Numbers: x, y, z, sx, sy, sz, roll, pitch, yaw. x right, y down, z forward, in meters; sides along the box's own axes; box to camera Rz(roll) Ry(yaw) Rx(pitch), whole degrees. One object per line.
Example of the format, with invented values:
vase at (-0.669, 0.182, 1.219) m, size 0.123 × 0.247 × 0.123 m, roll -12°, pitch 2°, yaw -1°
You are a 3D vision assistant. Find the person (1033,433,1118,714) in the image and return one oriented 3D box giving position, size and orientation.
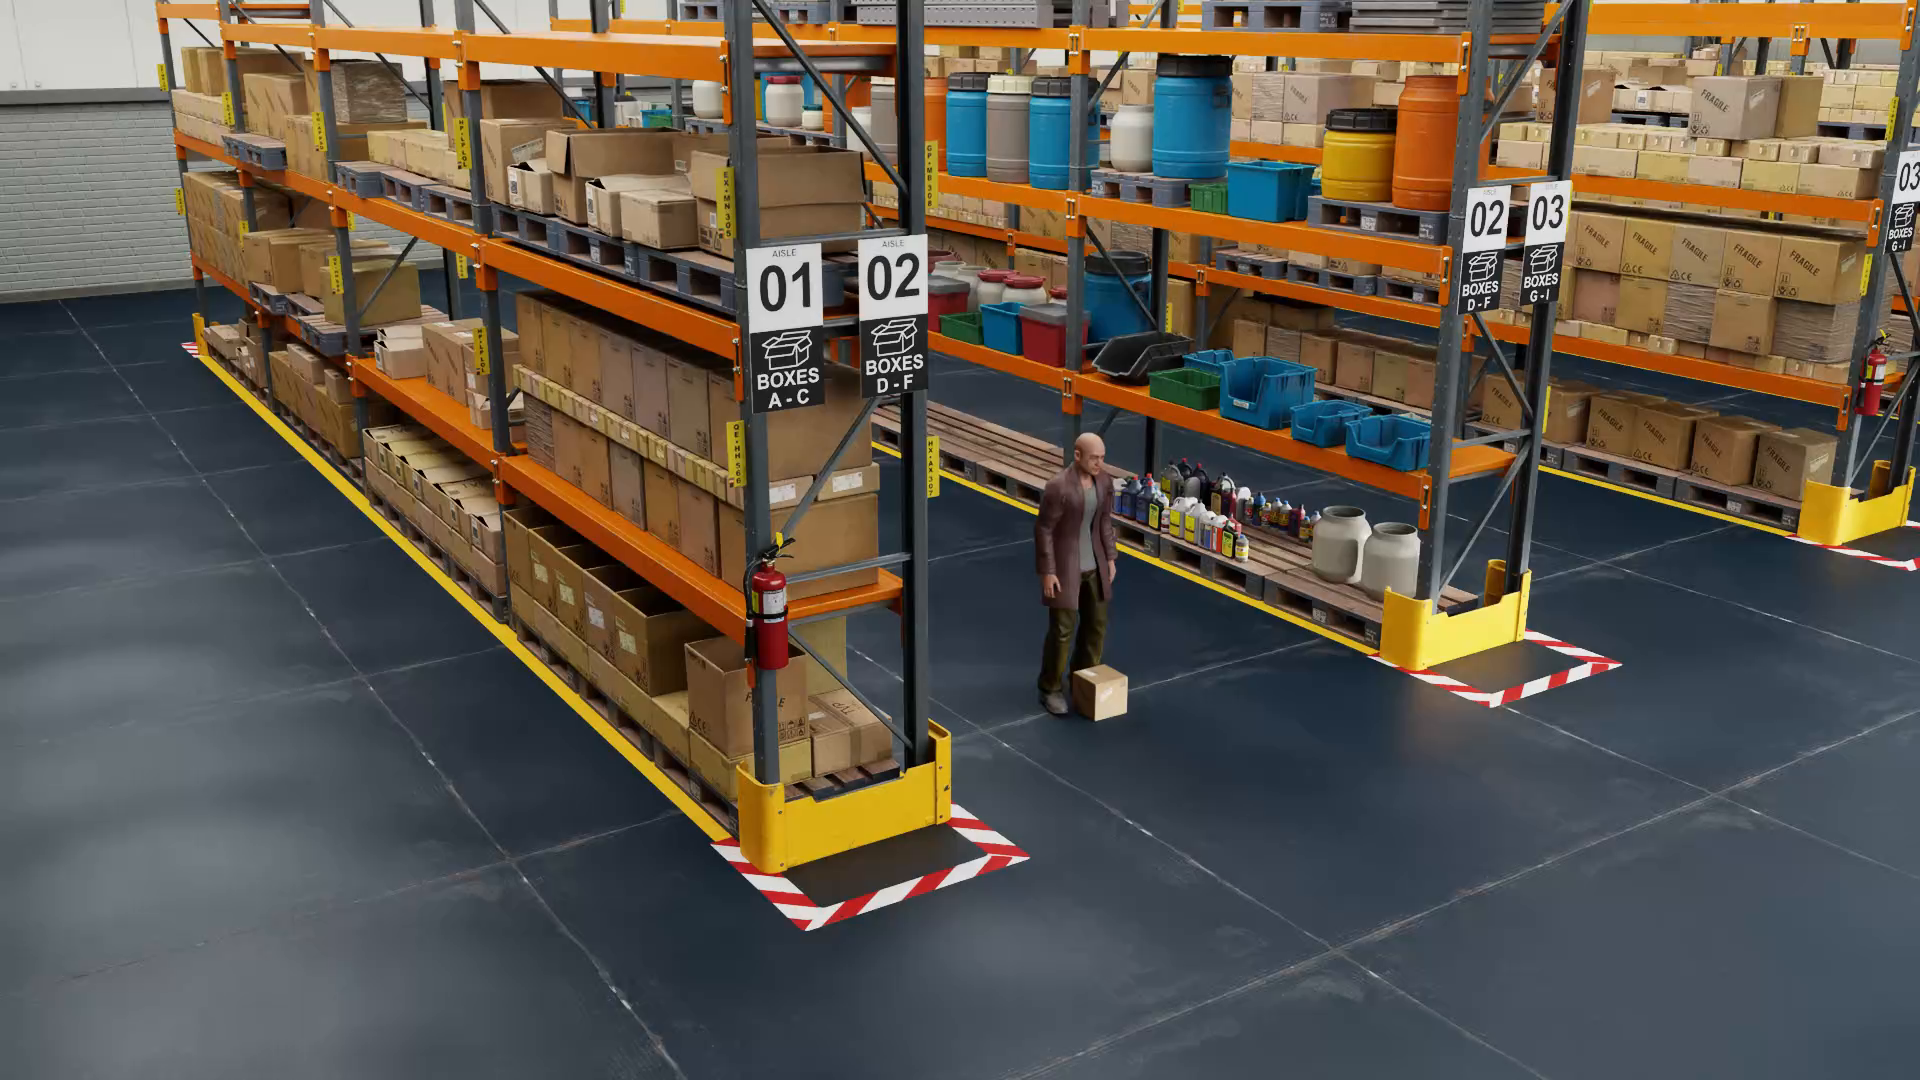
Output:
person at (0.748, 0.180, 10.522) m, size 0.644 × 1.772 × 0.429 m, roll -13°, pitch 22°, yaw -34°
